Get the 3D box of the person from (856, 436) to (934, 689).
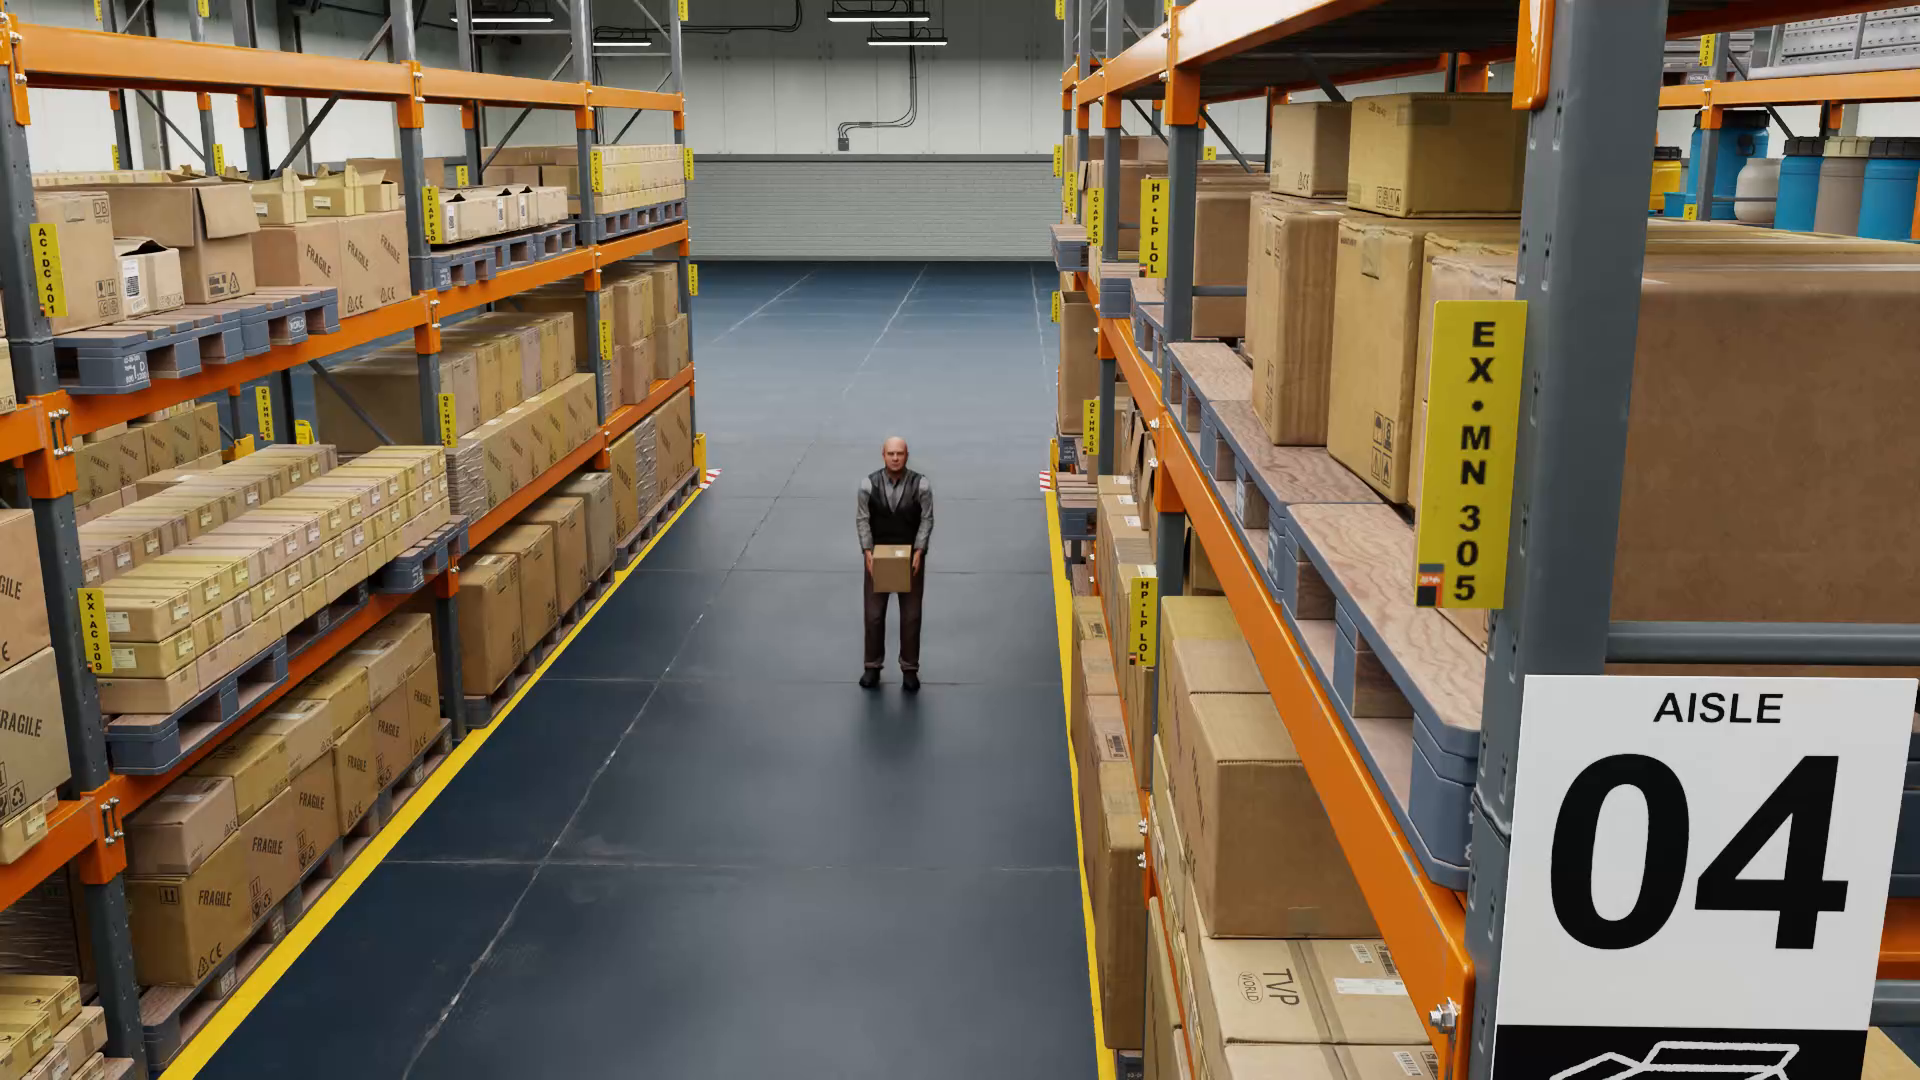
[{"bbox_3d":[-0.444,0.154,11.409,0.539,1.727,0.504,0,14,1],"label":"person"}]
